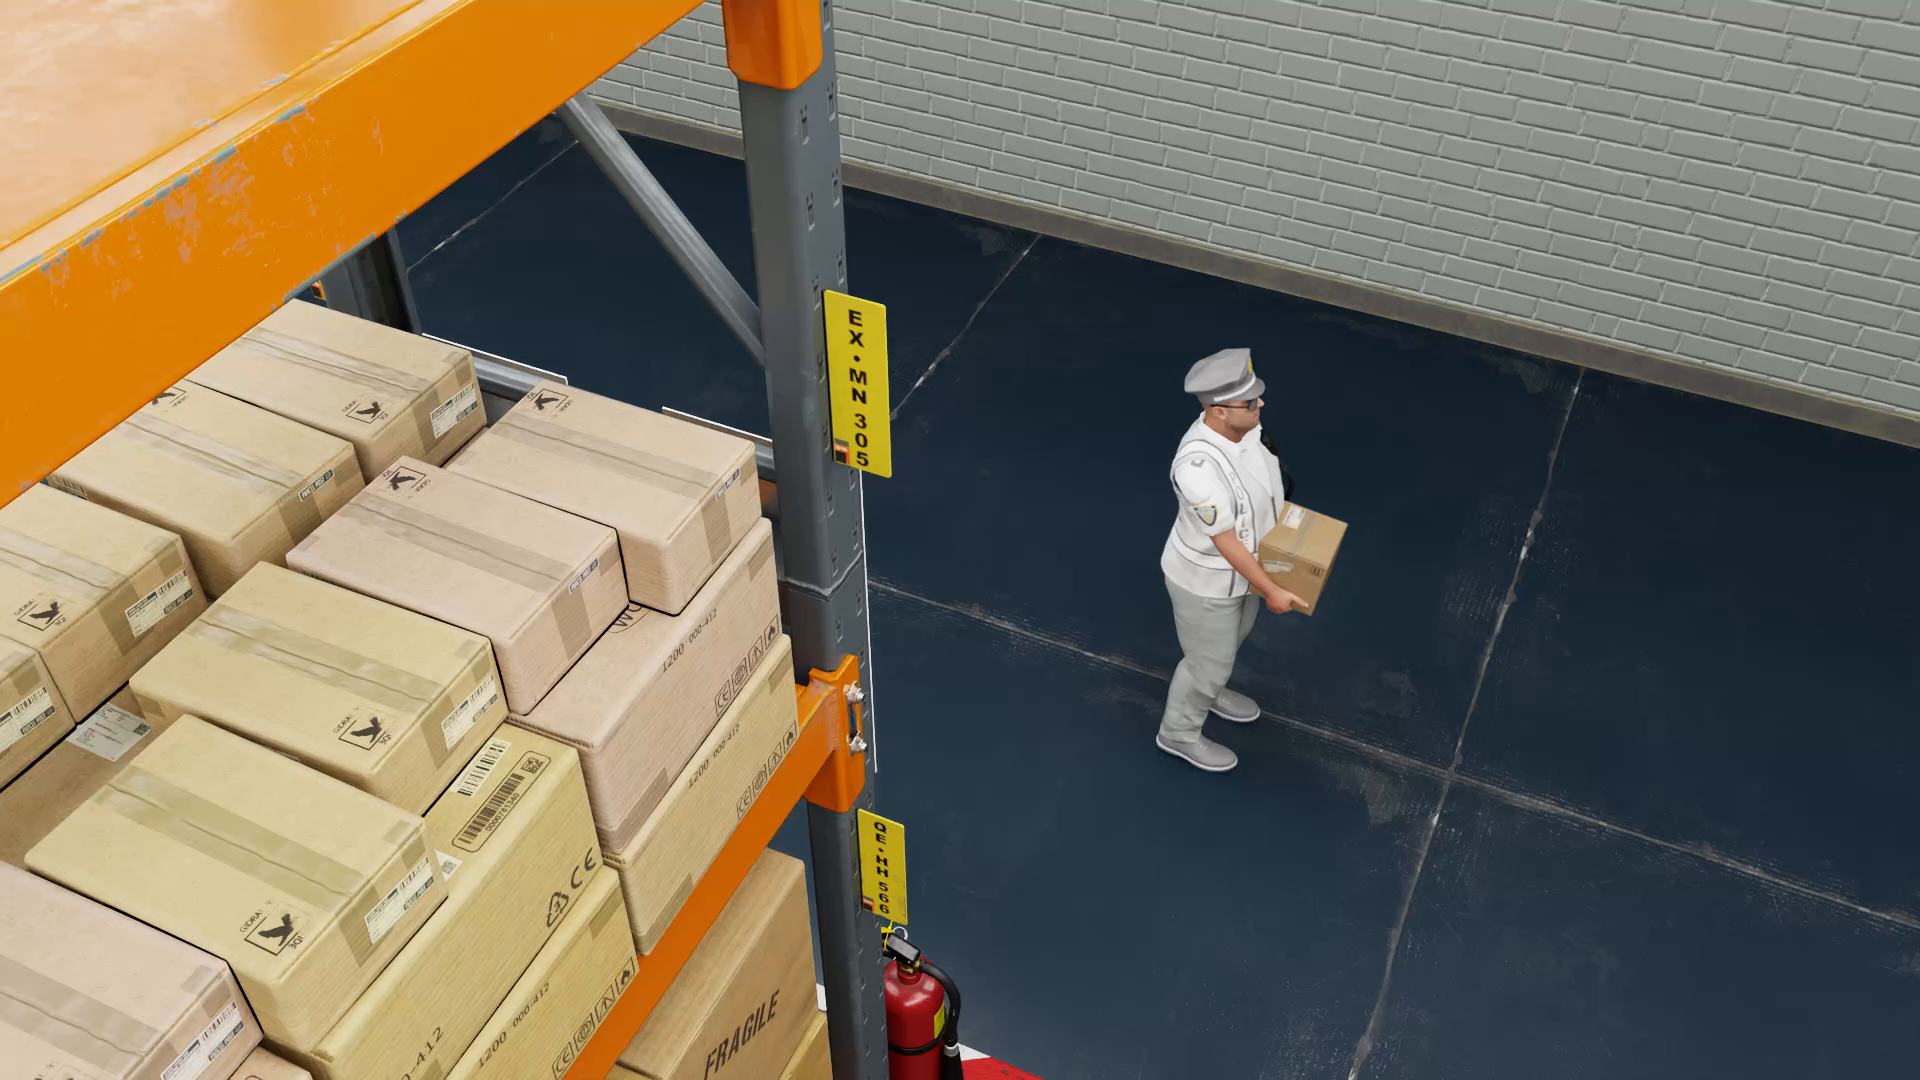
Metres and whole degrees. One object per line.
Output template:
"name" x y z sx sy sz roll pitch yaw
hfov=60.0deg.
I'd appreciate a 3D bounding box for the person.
"person" 1.022 0.094 6.033 0.572 1.768 0.494 17 45 19
